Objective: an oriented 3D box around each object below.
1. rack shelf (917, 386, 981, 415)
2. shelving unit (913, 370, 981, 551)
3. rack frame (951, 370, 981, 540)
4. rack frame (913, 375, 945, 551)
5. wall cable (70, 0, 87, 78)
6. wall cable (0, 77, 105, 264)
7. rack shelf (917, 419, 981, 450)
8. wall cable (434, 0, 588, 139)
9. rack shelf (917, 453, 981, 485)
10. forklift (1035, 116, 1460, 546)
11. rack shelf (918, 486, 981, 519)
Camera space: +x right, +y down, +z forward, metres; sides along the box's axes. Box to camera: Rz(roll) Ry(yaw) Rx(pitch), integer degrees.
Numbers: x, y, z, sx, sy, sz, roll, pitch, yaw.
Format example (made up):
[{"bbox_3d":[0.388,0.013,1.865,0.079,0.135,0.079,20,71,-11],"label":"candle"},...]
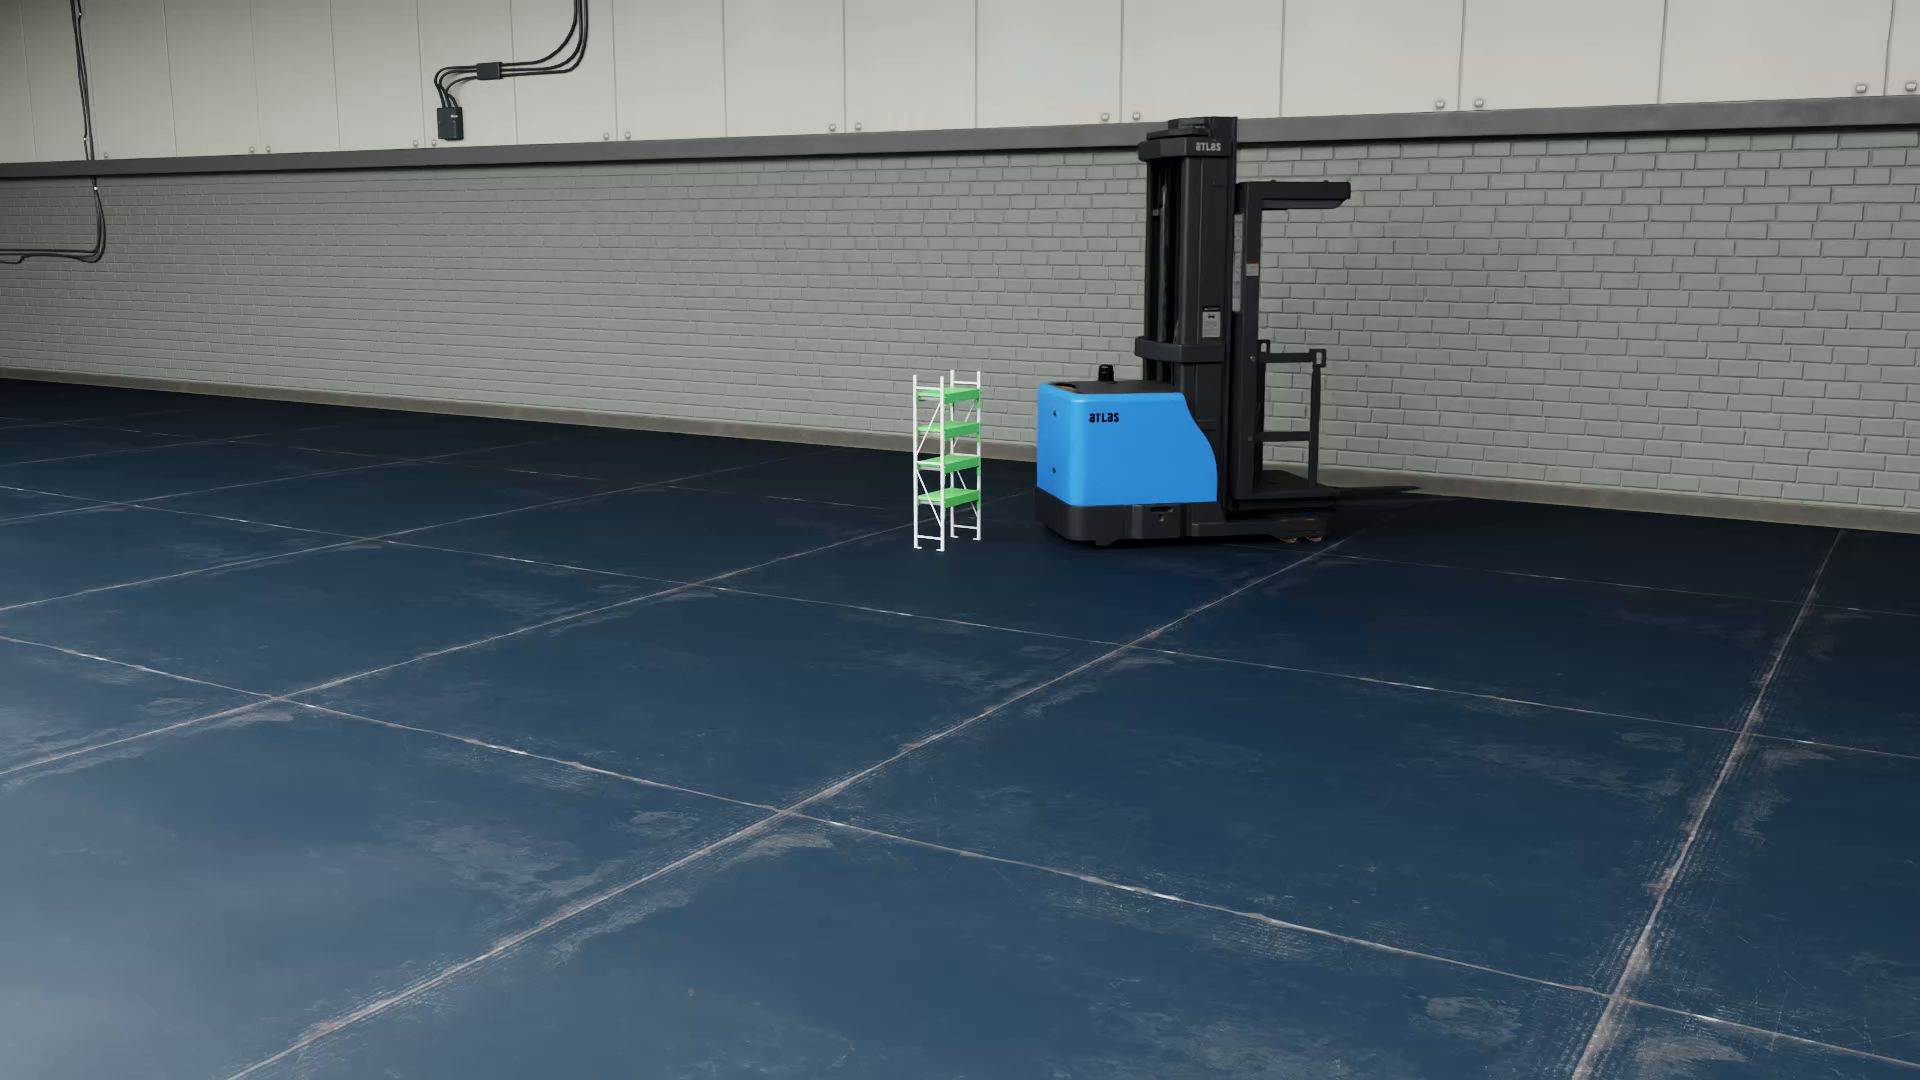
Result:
[{"bbox_3d":[-0.086,-0.973,11.543,0.258,0.148,0.480,6,12,31],"label":"rack shelf"},{"bbox_3d":[-0.086,-0.564,11.619,0.258,1.200,0.503,6,12,31],"label":"shelving unit"},{"bbox_3d":[0.041,-0.602,11.824,0.240,1.200,0.015,6,12,31],"label":"rack frame"},{"bbox_3d":[-0.213,-0.525,11.414,0.240,1.200,0.015,6,12,31],"label":"rack frame"},{"bbox_3d":[-10.804,-7.403,21.669,3.097,2.526,0.112,6,12,31],"label":"wall cable"},{"bbox_3d":[-13.116,-5.179,23.514,3.097,2.526,0.112,6,12,31],"label":"wall cable"},{"bbox_3d":[-0.086,-0.737,11.587,0.258,0.148,0.480,6,12,31],"label":"rack shelf"},{"bbox_3d":[-5.011,-7.467,18.057,2.305,6.003,0.169,6,12,31],"label":"wall cable"},{"bbox_3d":[-0.086,-0.501,11.631,0.258,0.148,0.480,6,12,31],"label":"rack shelf"},{"bbox_3d":[2.127,-1.514,11.990,3.031,2.935,1.130,-2,11,-12],"label":"forklift"},{"bbox_3d":[-0.086,-0.265,11.675,0.258,0.148,0.480,6,12,31],"label":"rack shelf"}]
